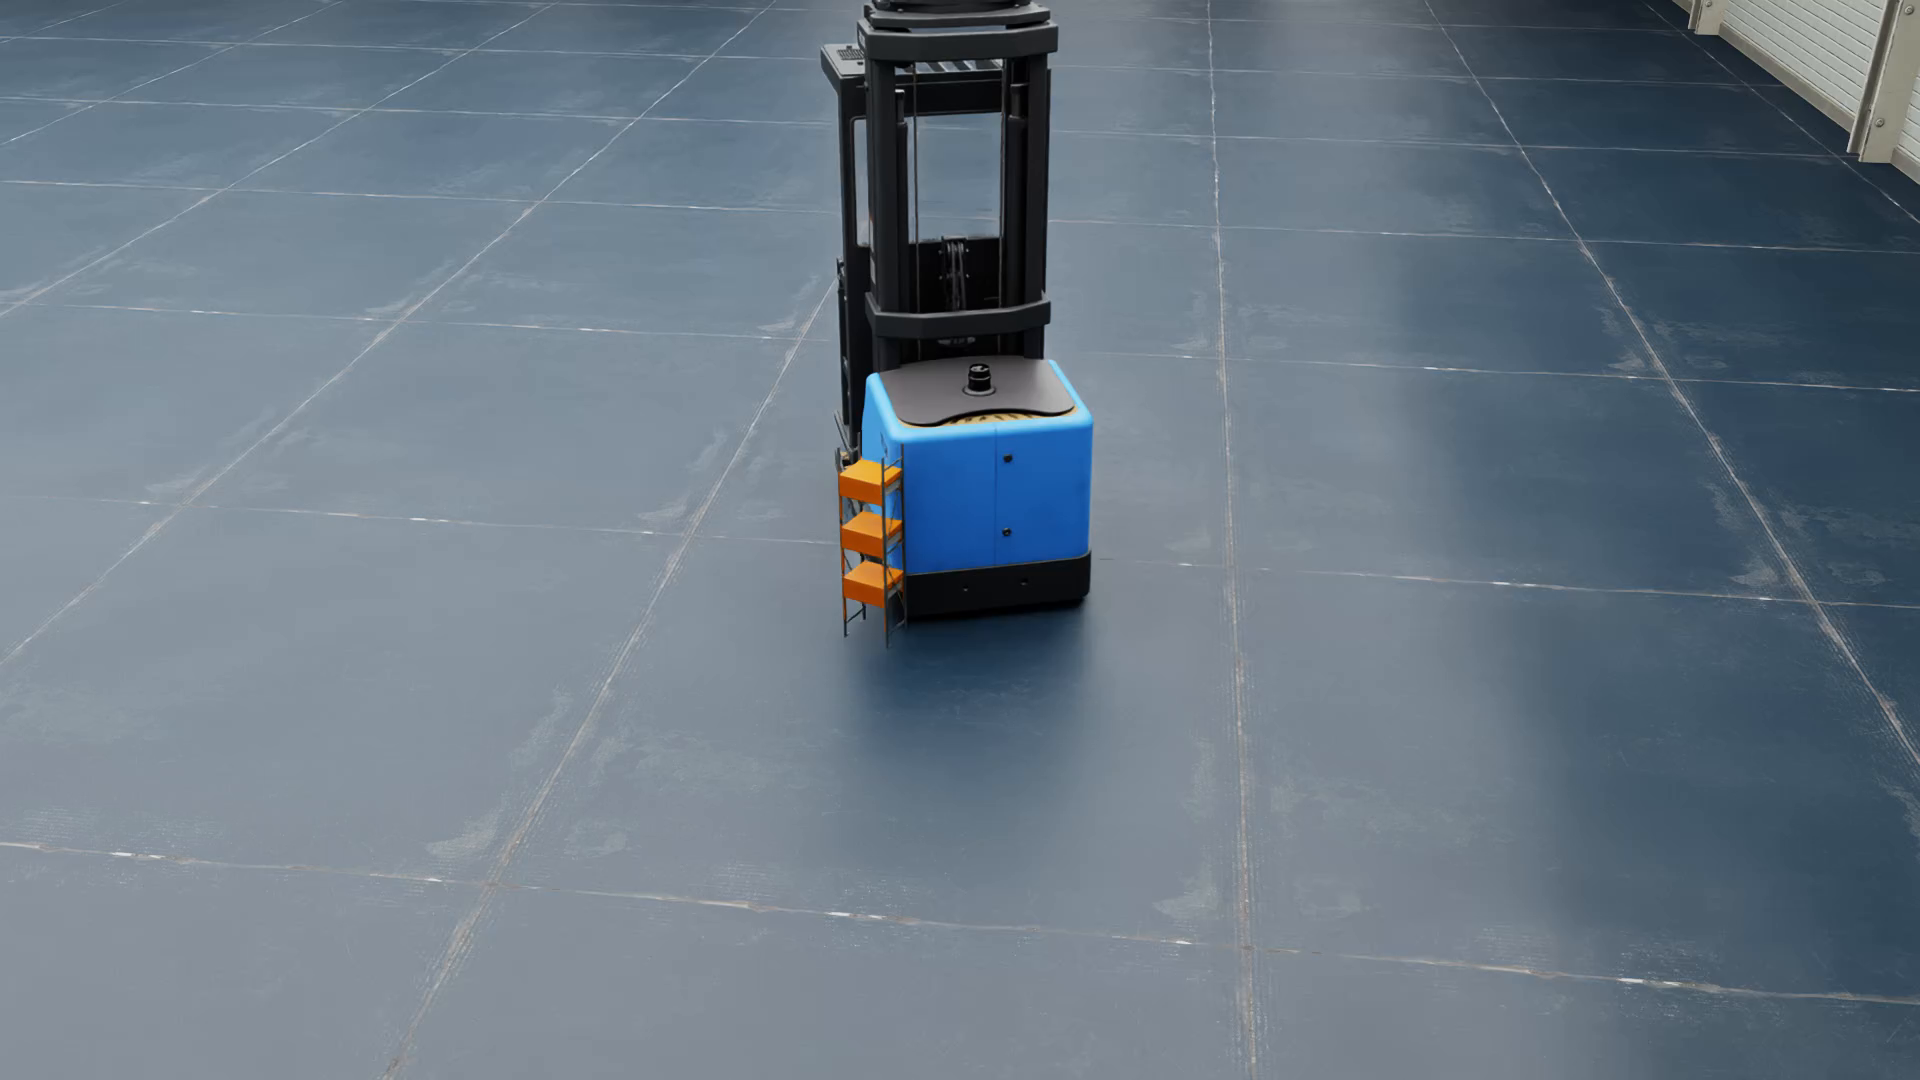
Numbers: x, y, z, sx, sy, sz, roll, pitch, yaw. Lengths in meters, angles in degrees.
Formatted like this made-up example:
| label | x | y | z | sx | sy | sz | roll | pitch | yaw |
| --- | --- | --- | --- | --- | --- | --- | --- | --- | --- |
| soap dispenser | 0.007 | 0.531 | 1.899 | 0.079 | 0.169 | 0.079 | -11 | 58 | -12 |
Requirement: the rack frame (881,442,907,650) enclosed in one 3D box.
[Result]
| label | x | y | z | sx | sy | sz | roll | pitch | yaw |
| --- | --- | --- | --- | --- | --- | --- | --- | --- | --- |
| rack frame | -0.317 | 0.041 | 8.068 | 0.008 | 1.050 | 0.200 | 14 | 32 | 25 |

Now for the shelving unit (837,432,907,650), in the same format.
| label | x | y | z | sx | sy | sz | roll | pitch | yaw |
| --- | --- | --- | --- | --- | --- | --- | --- | --- | --- |
| shelving unit | -0.424 | 0.013 | 8.119 | 0.252 | 1.050 | 0.215 | 14 | 32 | 25 |

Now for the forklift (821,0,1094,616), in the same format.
| label | x | y | z | sx | sy | sz | roll | pitch | yaw |
| --- | --- | --- | --- | --- | --- | --- | --- | --- | --- |
| forklift | -0.129 | -1.586 | 9.104 | 1.130 | 2.935 | 3.031 | -6 | 29 | -10 |

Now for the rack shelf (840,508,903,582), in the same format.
| label | x | y | z | sx | sy | sz | roll | pitch | yaw |
| --- | --- | --- | --- | --- | --- | --- | --- | --- | --- |
| rack shelf | -0.424 | 0.022 | 8.124 | 0.240 | 0.259 | 0.215 | 14 | 32 | 25 |

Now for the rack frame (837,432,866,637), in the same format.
| label | x | y | z | sx | sy | sz | roll | pitch | yaw |
| --- | --- | --- | --- | --- | --- | --- | --- | --- | --- |
| rack frame | -0.531 | -0.015 | 8.170 | 0.008 | 1.050 | 0.200 | 14 | 32 | 25 |

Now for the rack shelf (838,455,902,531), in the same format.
| label | x | y | z | sx | sy | sz | roll | pitch | yaw |
| --- | --- | --- | --- | --- | --- | --- | --- | --- | --- |
| rack shelf | -0.424 | -0.228 | 7.989 | 0.240 | 0.259 | 0.215 | 14 | 32 | 25 |

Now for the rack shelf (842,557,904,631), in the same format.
| label | x | y | z | sx | sy | sz | roll | pitch | yaw |
| --- | --- | --- | --- | --- | --- | --- | --- | --- | --- |
| rack shelf | -0.424 | 0.267 | 8.256 | 0.240 | 0.259 | 0.215 | 14 | 32 | 25 |

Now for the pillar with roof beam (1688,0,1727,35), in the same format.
| label | x | y | z | sx | sy | sz | roll | pitch | yaw |
| --- | --- | --- | --- | --- | --- | --- | --- | --- | --- |
| pillar with roof beam | 5.305 | -10.758 | 19.732 | 9.100 | 9.000 | 0.400 | 3 | 28 | 6 |

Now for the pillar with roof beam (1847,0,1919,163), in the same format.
| label | x | y | z | sx | sy | sz | roll | pitch | yaw |
| --- | --- | --- | --- | --- | --- | --- | --- | --- | --- |
| pillar with roof beam | 4.570 | -7.934 | 14.489 | 9.100 | 9.000 | 0.400 | 3 | 28 | 6 |
